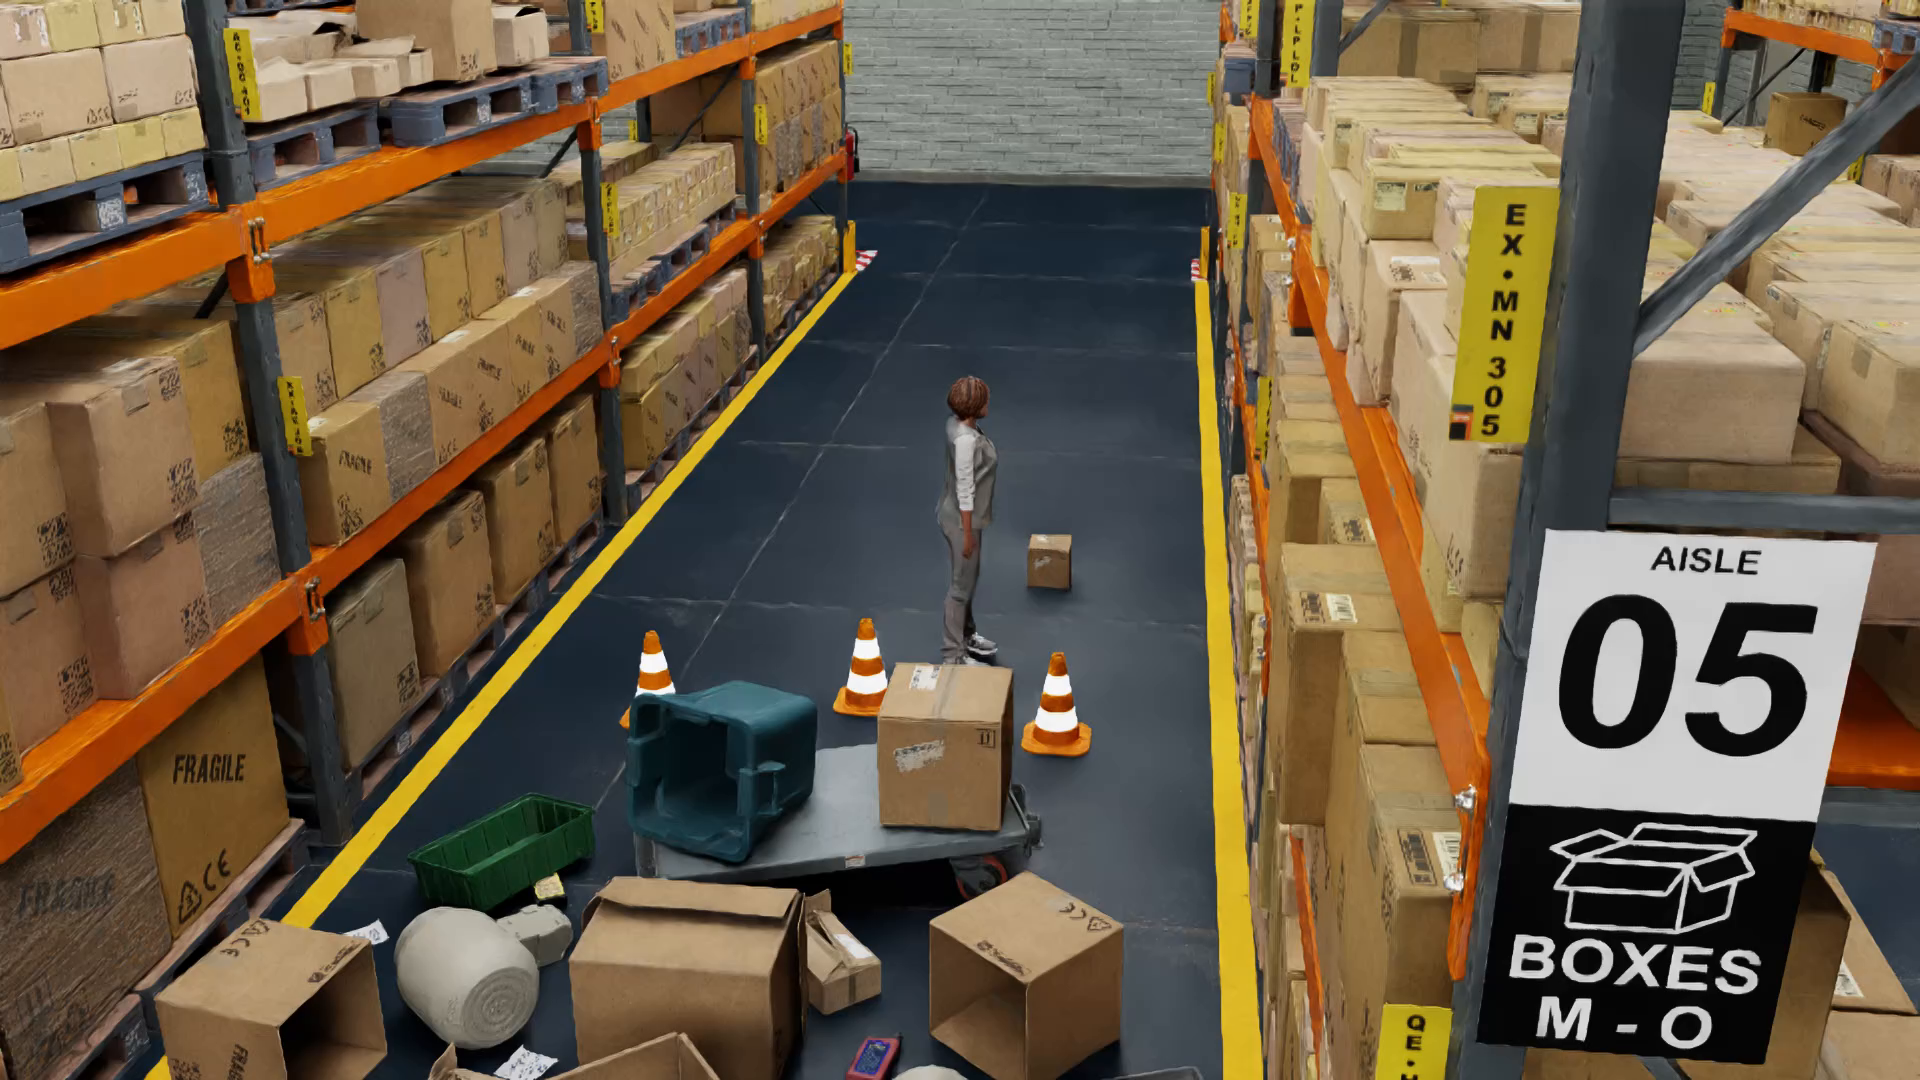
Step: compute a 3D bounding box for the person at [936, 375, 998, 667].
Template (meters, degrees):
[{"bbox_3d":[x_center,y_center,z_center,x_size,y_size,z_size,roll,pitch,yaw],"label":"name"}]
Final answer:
[{"bbox_3d":[0.042,-0.094,8.770,0.337,1.605,0.467,0,21,-1],"label":"person"}]
